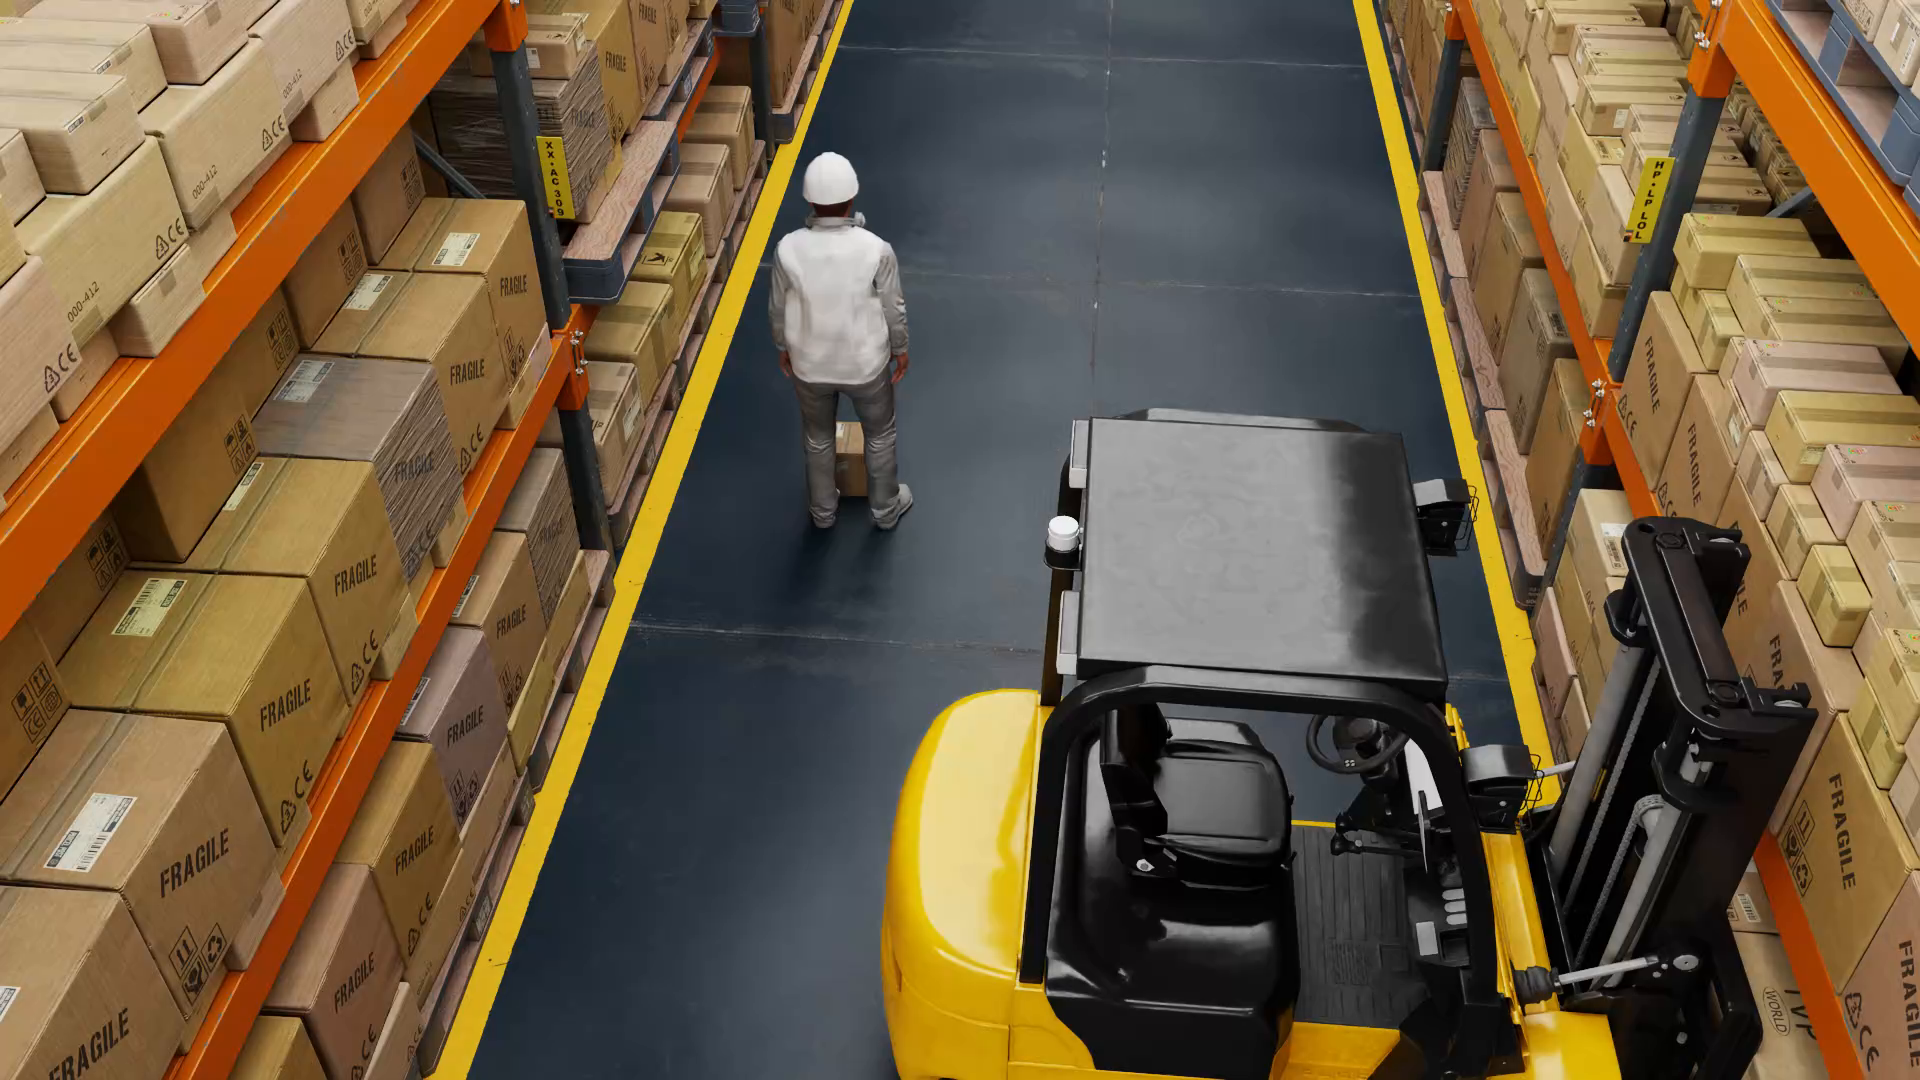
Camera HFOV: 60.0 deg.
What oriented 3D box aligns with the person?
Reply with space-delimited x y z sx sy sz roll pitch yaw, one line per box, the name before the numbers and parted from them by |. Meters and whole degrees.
person | -0.505 -0.797 7.094 0.580 1.769 0.461 3 40 3
